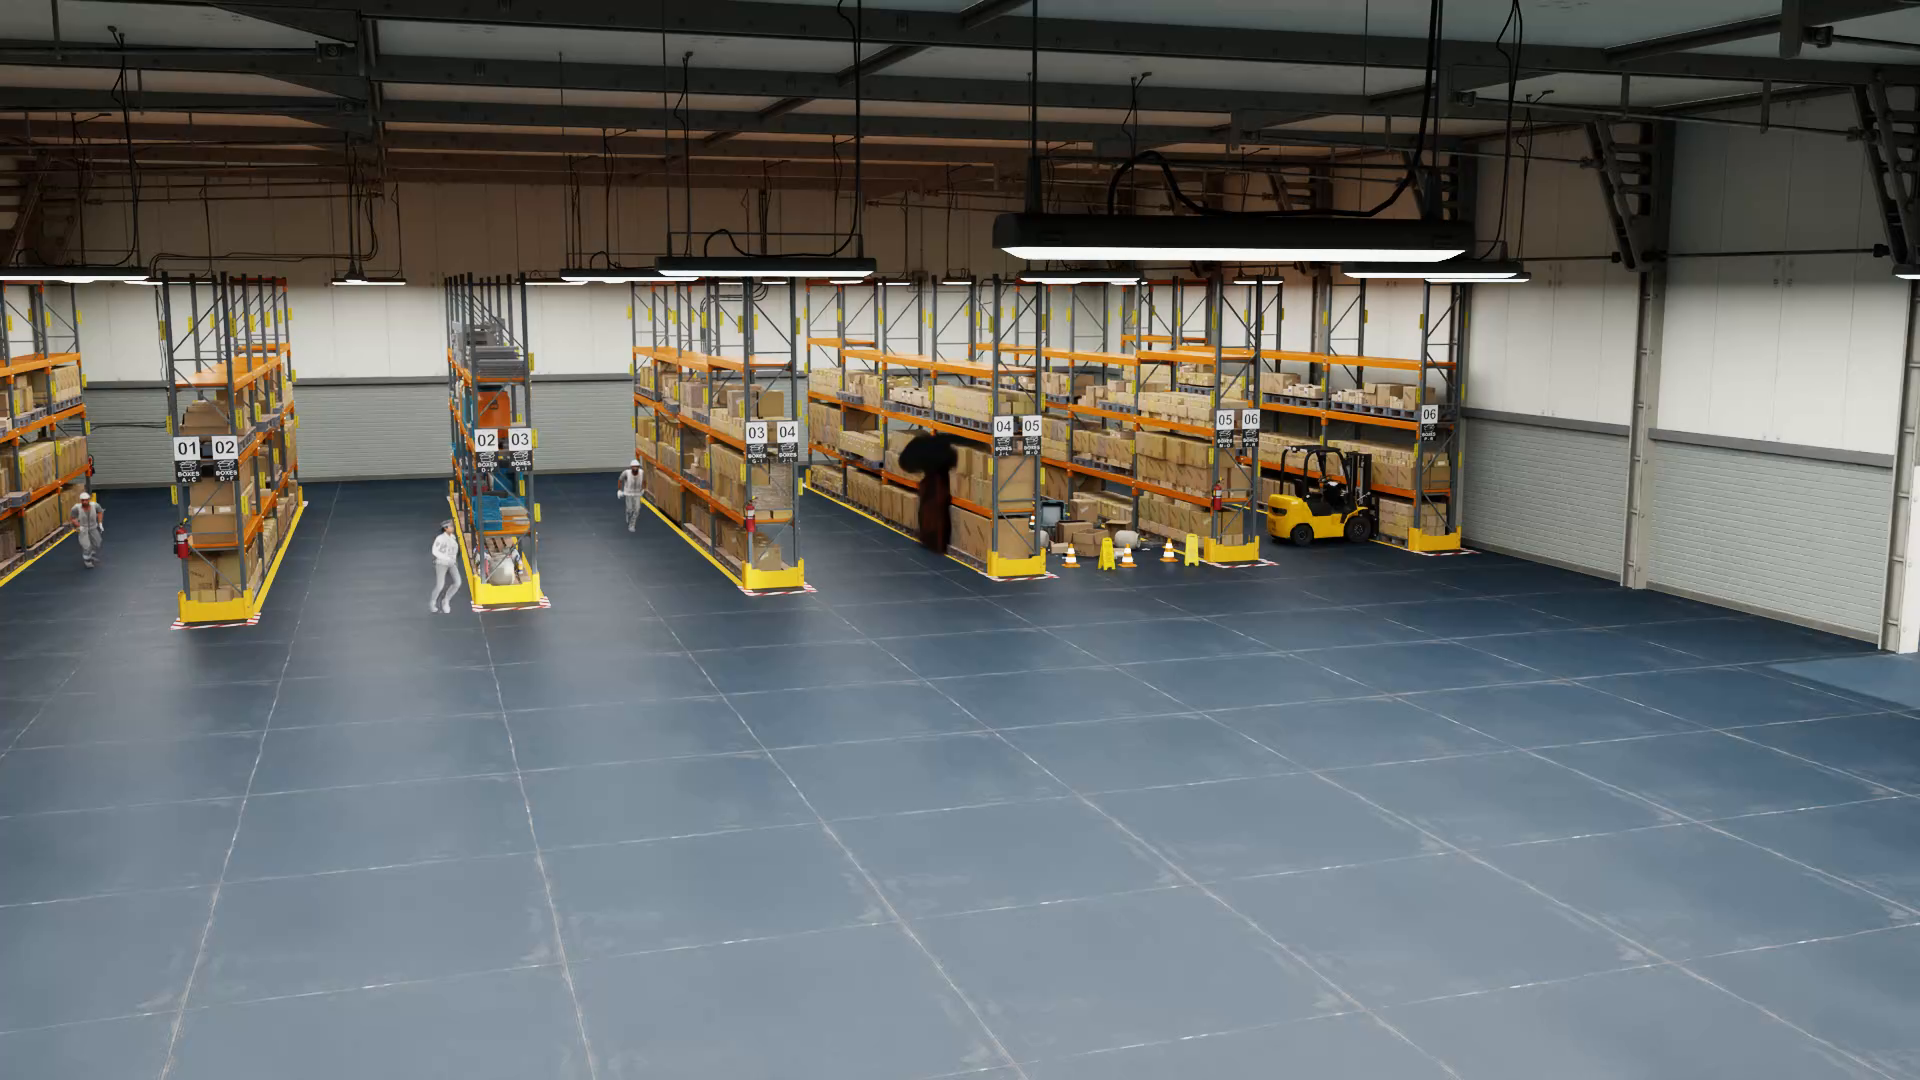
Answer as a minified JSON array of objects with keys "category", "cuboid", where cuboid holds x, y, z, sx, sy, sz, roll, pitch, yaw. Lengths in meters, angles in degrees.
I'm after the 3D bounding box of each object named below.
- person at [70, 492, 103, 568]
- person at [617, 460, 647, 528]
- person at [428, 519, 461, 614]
[{"category":"person","cuboid":[-17.929,-0.217,34.132,0.636,1.615,0.922,-8,12,-44]},{"category":"person","cuboid":[-7.730,-1.083,39.418,0.685,1.650,0.522,-5,10,-30]},{"category":"person","cuboid":[-9.125,0.453,29.569,0.636,1.664,0.635,6,10,34]}]
